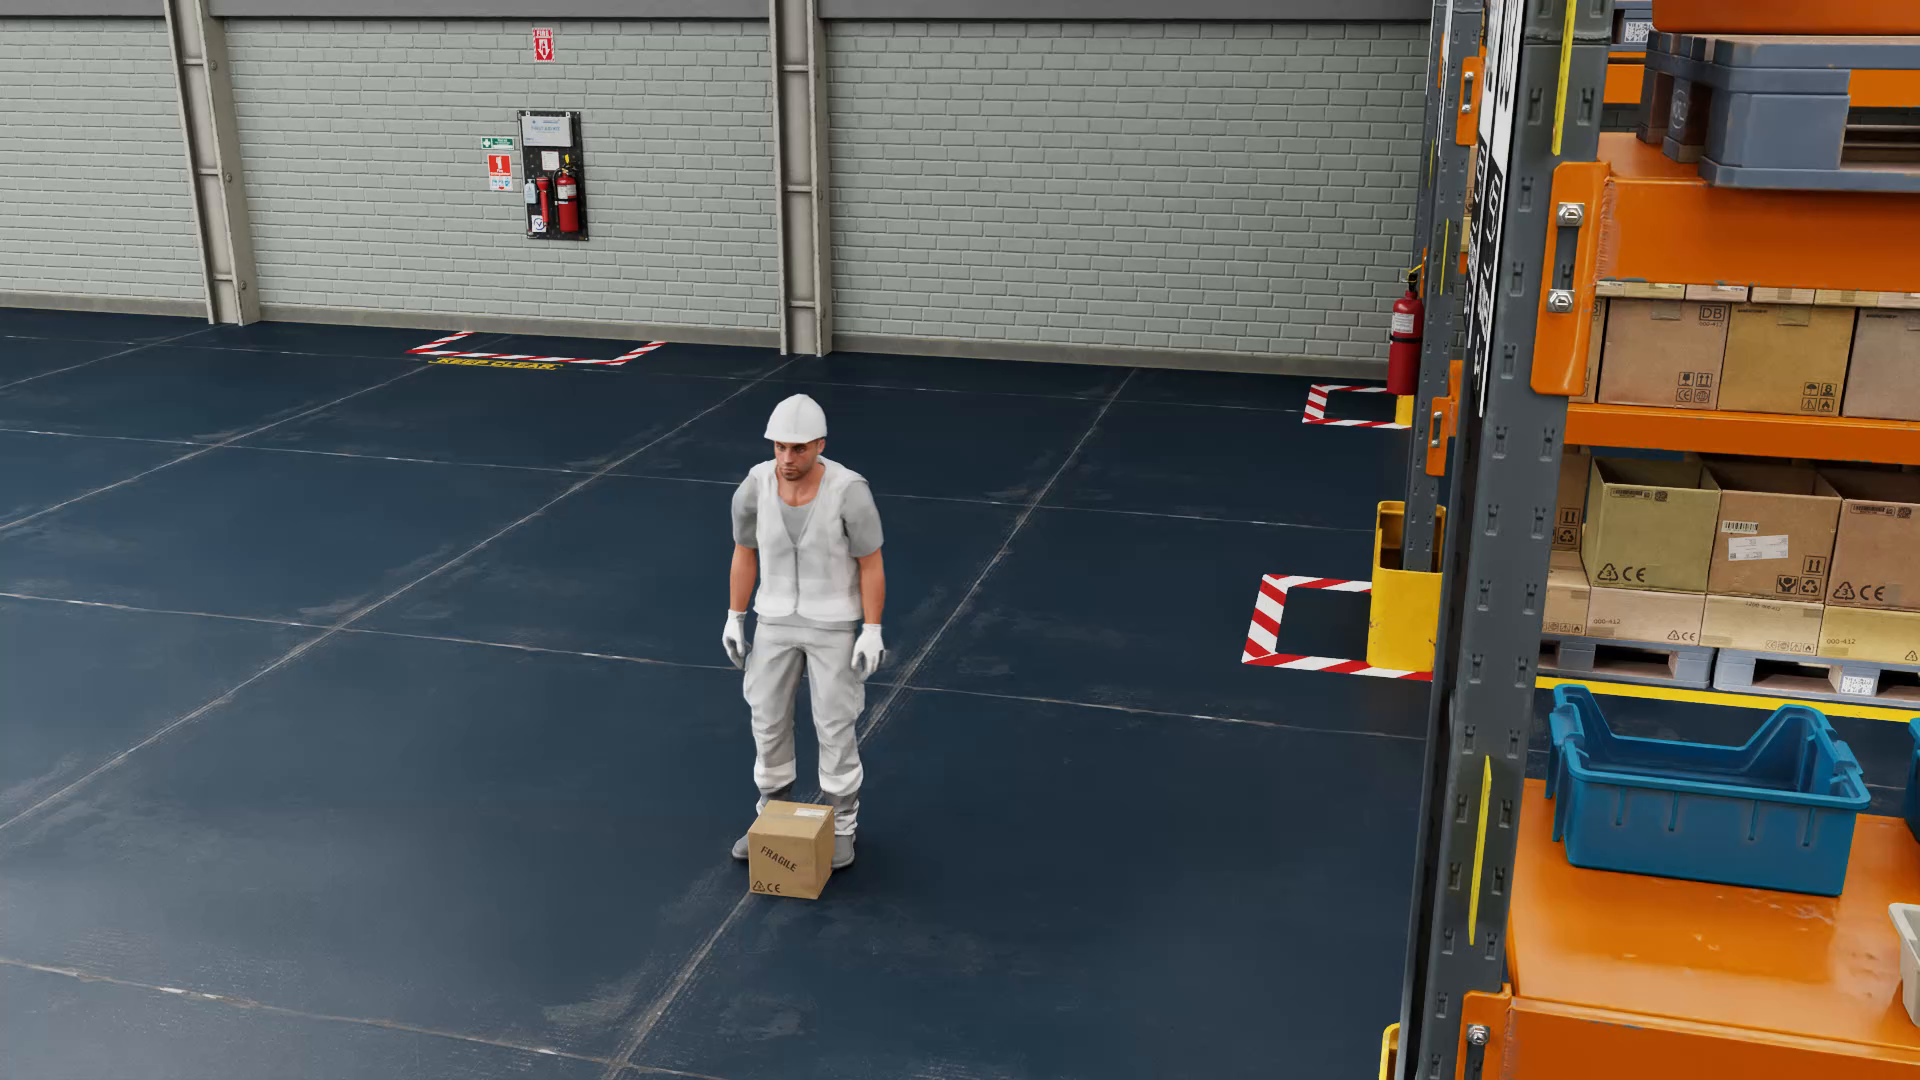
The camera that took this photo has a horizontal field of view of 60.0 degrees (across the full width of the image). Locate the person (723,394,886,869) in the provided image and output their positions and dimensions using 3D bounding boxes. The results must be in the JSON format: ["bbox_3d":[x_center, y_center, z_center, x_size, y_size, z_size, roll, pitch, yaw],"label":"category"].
[{"bbox_3d":[-0.565,0.331,6.018,0.609,1.779,0.454,4,19,13],"label":"person"}]
